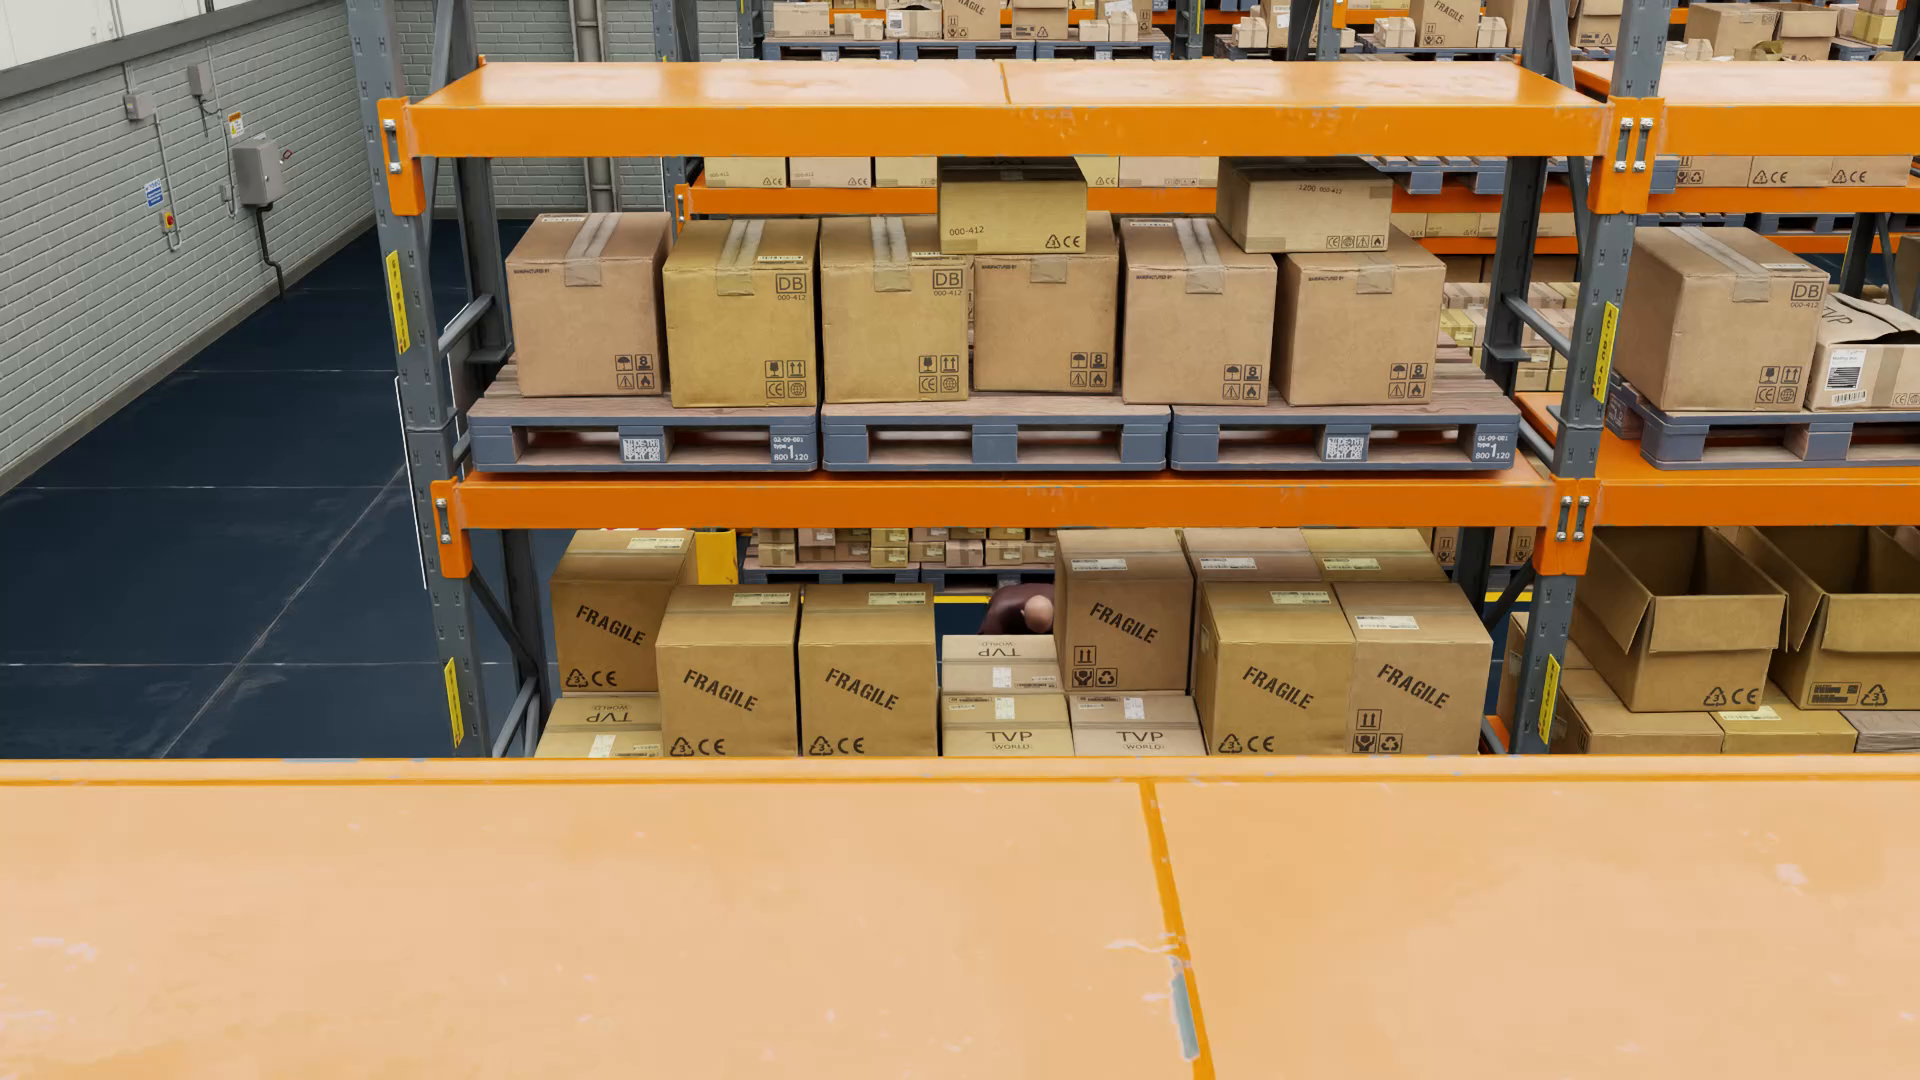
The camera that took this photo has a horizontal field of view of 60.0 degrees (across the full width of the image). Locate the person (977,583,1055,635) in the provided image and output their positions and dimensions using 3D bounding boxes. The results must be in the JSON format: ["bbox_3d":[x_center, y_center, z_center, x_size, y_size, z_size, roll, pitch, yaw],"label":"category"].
[{"bbox_3d":[0.390,0.613,9.798,0.603,0.918,0.908,0,24,-1],"label":"person"}]
